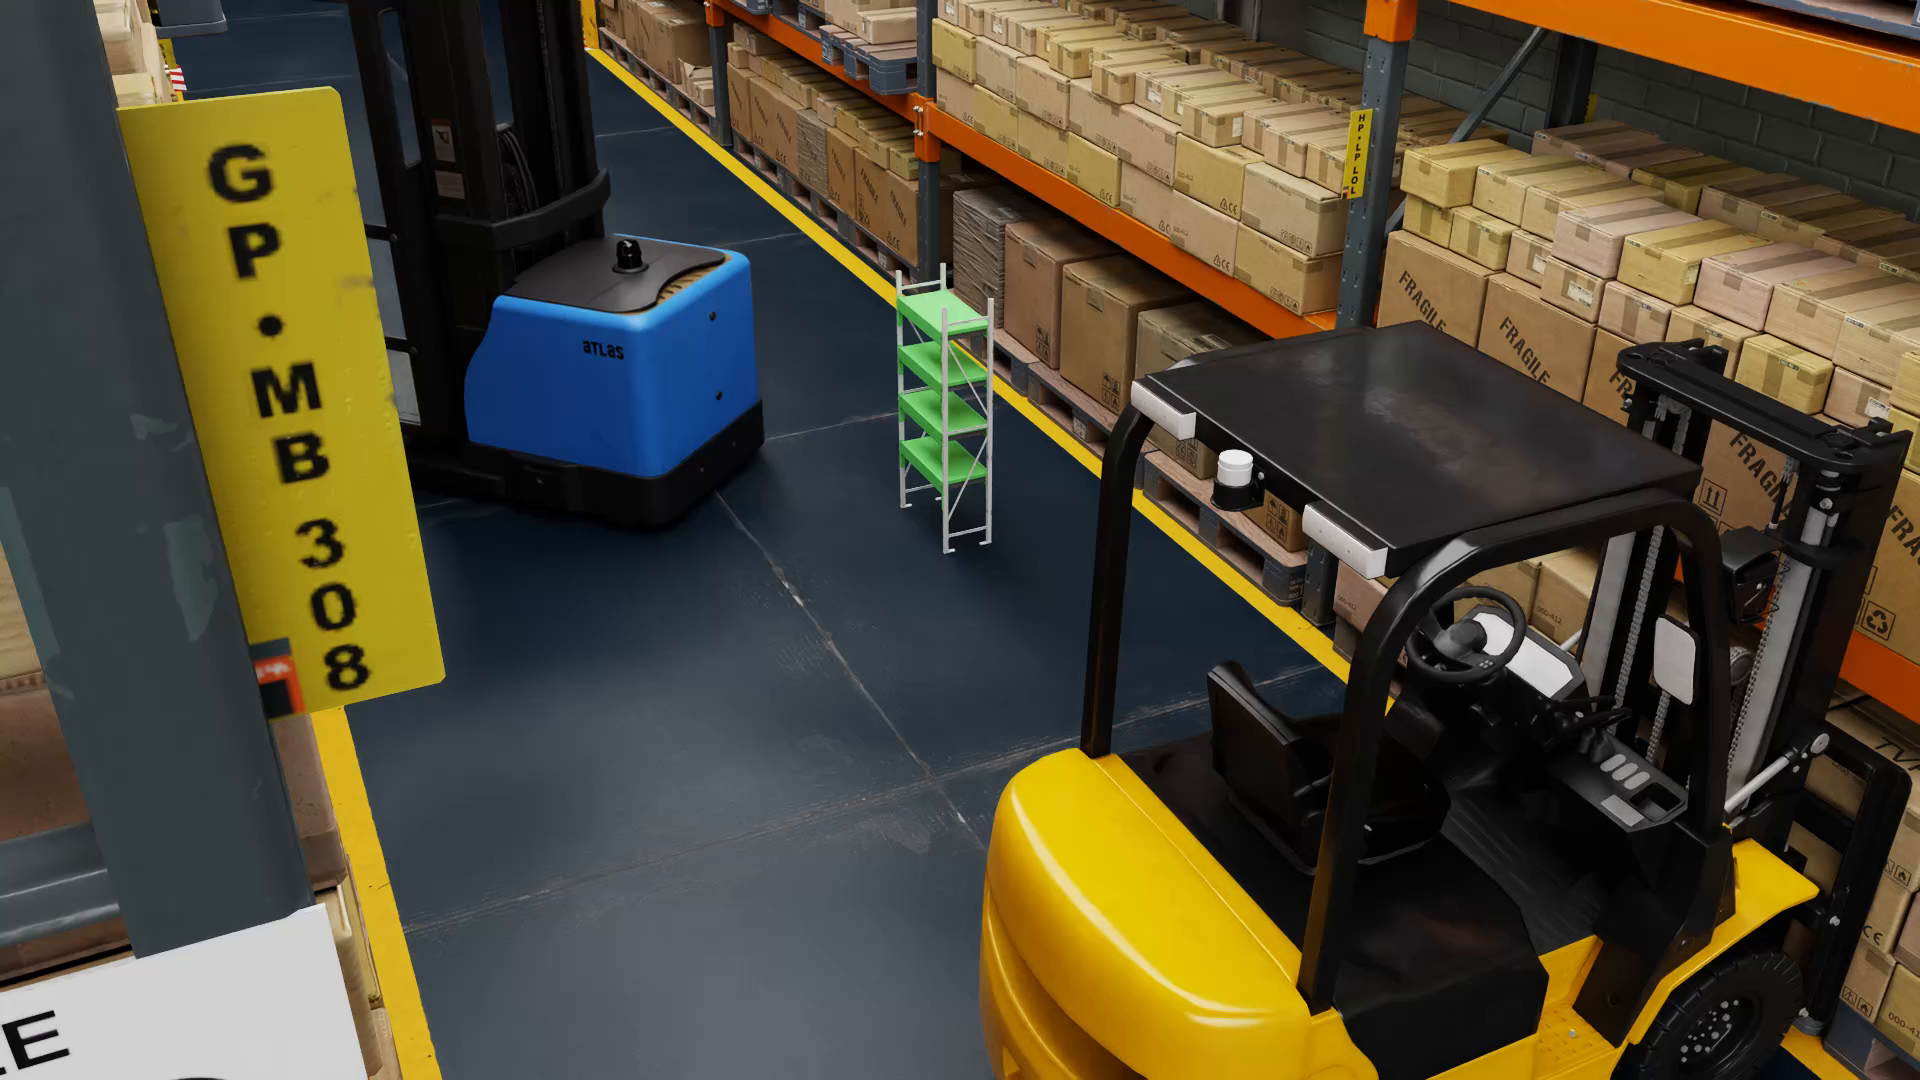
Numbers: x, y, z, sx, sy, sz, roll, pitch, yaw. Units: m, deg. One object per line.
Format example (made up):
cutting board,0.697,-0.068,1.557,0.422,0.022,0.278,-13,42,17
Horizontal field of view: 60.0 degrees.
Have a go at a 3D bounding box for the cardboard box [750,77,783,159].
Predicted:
cardboard box,-1.247,-3.195,12.507,0.500,0.500,0.500,-14,32,-23

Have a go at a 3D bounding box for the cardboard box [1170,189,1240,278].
cardboard box,1.272,-1.385,7.307,0.500,0.250,0.500,-13,32,-22

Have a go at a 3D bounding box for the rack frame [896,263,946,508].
rack frame,-0.176,-0.704,7.779,0.240,1.200,0.015,-13,32,-22

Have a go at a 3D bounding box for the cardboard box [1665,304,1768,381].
cardboard box,2.368,-0.621,5.025,0.380,0.149,0.250,-14,32,-24

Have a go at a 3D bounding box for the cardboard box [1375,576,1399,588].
cardboard box,1.874,0.015,6.528,0.500,0.250,0.500,-13,32,-22

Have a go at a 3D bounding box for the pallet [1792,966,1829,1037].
pallet,2.776,1.054,5.654,1.003,0.211,1.213,-13,32,-22

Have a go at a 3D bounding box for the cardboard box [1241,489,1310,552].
cardboard box,1.711,-0.438,7.462,0.875,0.625,0.625,-12,31,-20

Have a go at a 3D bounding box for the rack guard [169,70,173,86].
rack guard,-7.698,-4.239,14.799,1.175,0.500,0.348,-13,32,-22

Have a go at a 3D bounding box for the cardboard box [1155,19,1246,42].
cardboard box,1.212,-2.517,8.406,0.380,0.149,0.250,-14,32,-23

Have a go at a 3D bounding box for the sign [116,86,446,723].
sign,-0.329,-0.055,0.820,0.100,0.325,0.005,-13,32,-22

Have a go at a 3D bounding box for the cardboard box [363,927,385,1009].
cardboard box,-1.600,1.325,3.935,0.500,0.500,0.500,-11,31,-19

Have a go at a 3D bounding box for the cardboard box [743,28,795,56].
cardboard box,-1.421,-3.782,12.587,0.380,0.149,0.250,-15,32,-24

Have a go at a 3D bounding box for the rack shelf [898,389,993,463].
rack shelf,-0.071,-0.541,7.618,0.258,0.148,0.480,-13,32,-22

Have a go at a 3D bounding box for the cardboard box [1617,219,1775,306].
cardboard box,2.279,-0.864,5.154,0.380,0.149,0.250,-14,32,-23

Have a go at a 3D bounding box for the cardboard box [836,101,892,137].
cardboard box,-0.611,-2.846,11.221,0.380,0.149,0.250,-14,32,-23

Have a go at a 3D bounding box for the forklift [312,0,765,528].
forklift,-2.565,-1.795,7.954,3.031,2.935,1.130,12,31,20

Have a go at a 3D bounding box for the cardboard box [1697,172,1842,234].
cardboard box,2.715,-1.110,5.592,0.380,0.149,0.250,-14,32,-23

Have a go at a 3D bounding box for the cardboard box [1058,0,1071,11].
cardboard box,0.763,-2.962,9.200,0.380,0.149,0.250,-12,32,-21

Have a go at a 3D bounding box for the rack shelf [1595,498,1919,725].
rack shelf,2.804,0.135,5.177,1.077,0.370,4.000,-13,32,-22

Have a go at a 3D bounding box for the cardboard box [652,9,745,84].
cardboard box,-2.252,-4.321,14.516,0.700,0.500,0.500,-14,32,-24

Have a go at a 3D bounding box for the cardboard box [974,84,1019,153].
cardboard box,0.409,-2.293,8.926,0.500,0.250,0.500,-14,32,-23

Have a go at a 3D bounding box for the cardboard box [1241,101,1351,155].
cardboard box,1.413,-1.722,6.989,0.380,0.149,0.250,-13,32,-22

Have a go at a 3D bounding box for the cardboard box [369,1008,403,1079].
cardboard box,-0.997,1.080,2.351,0.500,0.500,0.500,-12,31,-20

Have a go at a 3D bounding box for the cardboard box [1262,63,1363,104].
cardboard box,1.601,-2.053,7.578,0.380,0.149,0.250,-13,32,-22

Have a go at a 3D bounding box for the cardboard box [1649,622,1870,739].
cardboard box,2.522,0.476,5.193,0.500,0.250,0.500,-14,32,-23

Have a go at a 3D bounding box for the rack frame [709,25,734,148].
rack frame,-1.489,-4.596,12.879,1.000,3.000,0.127,-13,32,-22

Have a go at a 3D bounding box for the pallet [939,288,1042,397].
pallet,0.546,-1.241,9.747,1.003,0.211,1.213,-13,32,-22

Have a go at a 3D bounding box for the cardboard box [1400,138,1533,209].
cardboard box,1.814,-1.315,5.959,0.380,0.149,0.250,-12,32,-21

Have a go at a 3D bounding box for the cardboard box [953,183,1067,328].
cardboard box,0.483,-1.698,9.710,0.875,0.625,0.625,-12,31,-20

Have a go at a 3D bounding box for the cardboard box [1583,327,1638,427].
cardboard box,2.357,-0.405,5.303,0.500,0.500,0.500,-13,32,-22

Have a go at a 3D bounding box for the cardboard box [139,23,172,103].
cardboard box,-1.448,-0.580,2.500,0.500,0.250,0.500,-12,32,-21

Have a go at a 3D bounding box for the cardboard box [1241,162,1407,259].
cardboard box,1.503,-1.378,6.783,0.500,0.250,0.500,-14,32,-23

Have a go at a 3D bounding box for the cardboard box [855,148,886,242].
cardboard box,-0.353,-2.287,10.888,0.500,0.500,0.500,-14,32,-23

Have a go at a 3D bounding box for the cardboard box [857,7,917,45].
cardboard box,-0.401,-3.112,10.061,0.380,0.149,0.250,-12,32,-21

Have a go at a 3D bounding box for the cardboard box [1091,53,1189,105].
cardboard box,0.839,-2.152,7.755,0.380,0.149,0.250,-14,32,-23

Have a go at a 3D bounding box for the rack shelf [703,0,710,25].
rack shelf,-2.348,-5.166,14.631,1.077,0.370,4.000,-13,32,-22

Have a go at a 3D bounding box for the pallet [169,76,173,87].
pallet,-7.274,-3.766,14.250,1.003,0.211,1.213,-13,32,-22

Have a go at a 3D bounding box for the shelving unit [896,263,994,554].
shelving unit,-0.071,-0.596,7.587,0.258,1.200,0.503,-13,32,-22

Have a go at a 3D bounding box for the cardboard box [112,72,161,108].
cardboard box,-1.002,-0.355,1.692,0.380,0.149,0.250,-13,32,-22

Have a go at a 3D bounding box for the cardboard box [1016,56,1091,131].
cardboard box,0.620,-2.278,8.388,0.500,0.250,0.500,-14,32,-23

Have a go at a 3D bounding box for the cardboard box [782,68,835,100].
cardboard box,-1.063,-3.304,12.038,0.380,0.149,0.250,-13,32,-22

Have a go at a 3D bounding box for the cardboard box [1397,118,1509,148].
cardboard box,1.988,-1.589,6.751,0.380,0.149,0.250,-14,32,-23

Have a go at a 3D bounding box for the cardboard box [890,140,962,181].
cardboard box,-0.213,-2.370,10.372,0.380,0.149,0.250,-15,32,-24

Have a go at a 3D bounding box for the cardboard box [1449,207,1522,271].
cardboard box,1.957,-1.078,5.841,0.380,0.149,0.250,-12,32,-21

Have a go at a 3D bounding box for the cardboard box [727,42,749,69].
cardboard box,-1.576,-3.757,12.847,0.380,0.149,0.250,-12,31,-20

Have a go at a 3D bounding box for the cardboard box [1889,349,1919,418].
cardboard box,2.680,-0.408,4.341,0.380,0.149,0.250,-12,32,-21

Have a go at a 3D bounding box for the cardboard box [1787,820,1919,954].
cardboard box,2.725,0.906,4.938,0.500,0.250,0.500,-14,32,-23

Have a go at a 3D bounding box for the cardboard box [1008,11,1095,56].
cardboard box,0.472,-2.614,8.580,0.380,0.149,0.250,-13,32,-21

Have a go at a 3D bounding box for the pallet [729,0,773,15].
pallet,-1.245,-4.136,12.256,1.003,0.211,1.213,-13,32,-22
